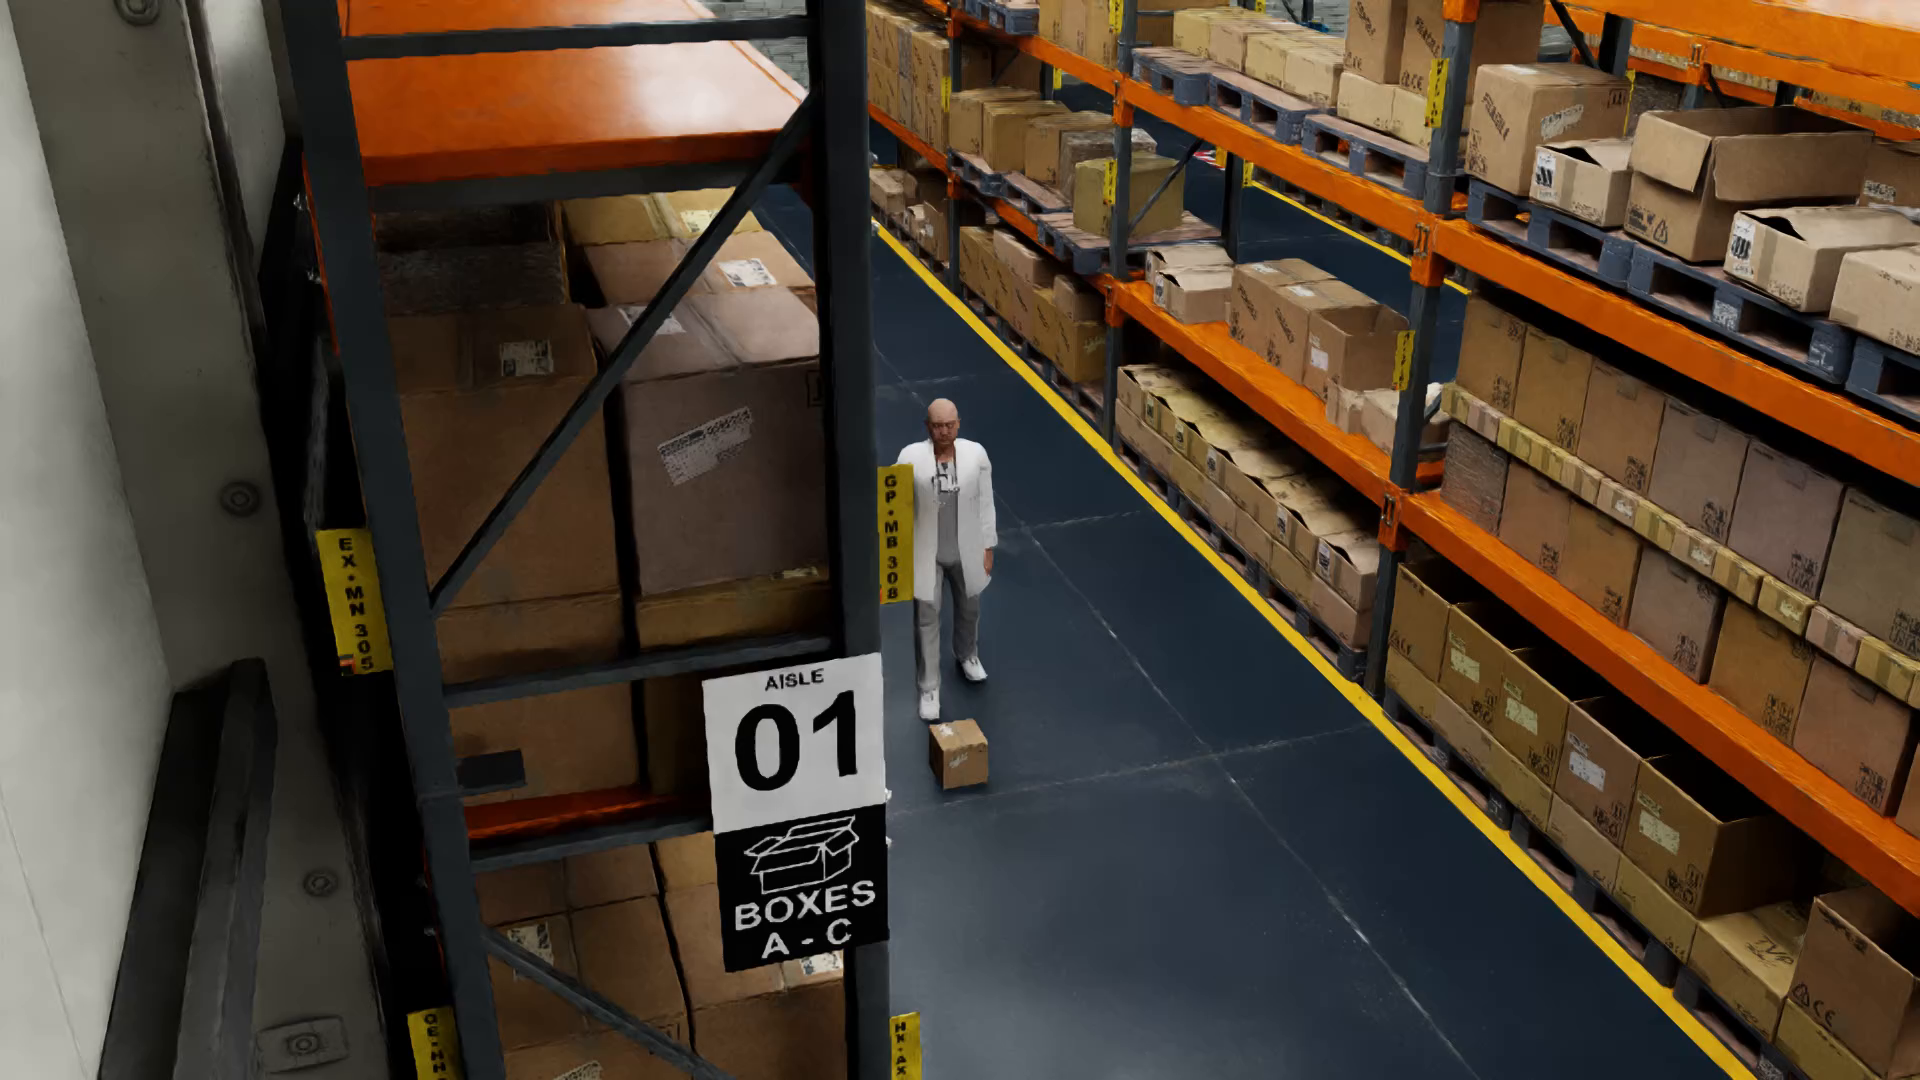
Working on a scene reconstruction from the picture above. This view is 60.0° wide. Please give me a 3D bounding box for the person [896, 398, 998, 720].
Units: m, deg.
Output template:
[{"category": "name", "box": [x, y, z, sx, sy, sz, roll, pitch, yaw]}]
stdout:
[{"category": "person", "box": [-0.084, 0.062, 9.243, 0.606, 1.782, 0.715, -4, 26, -8]}]
